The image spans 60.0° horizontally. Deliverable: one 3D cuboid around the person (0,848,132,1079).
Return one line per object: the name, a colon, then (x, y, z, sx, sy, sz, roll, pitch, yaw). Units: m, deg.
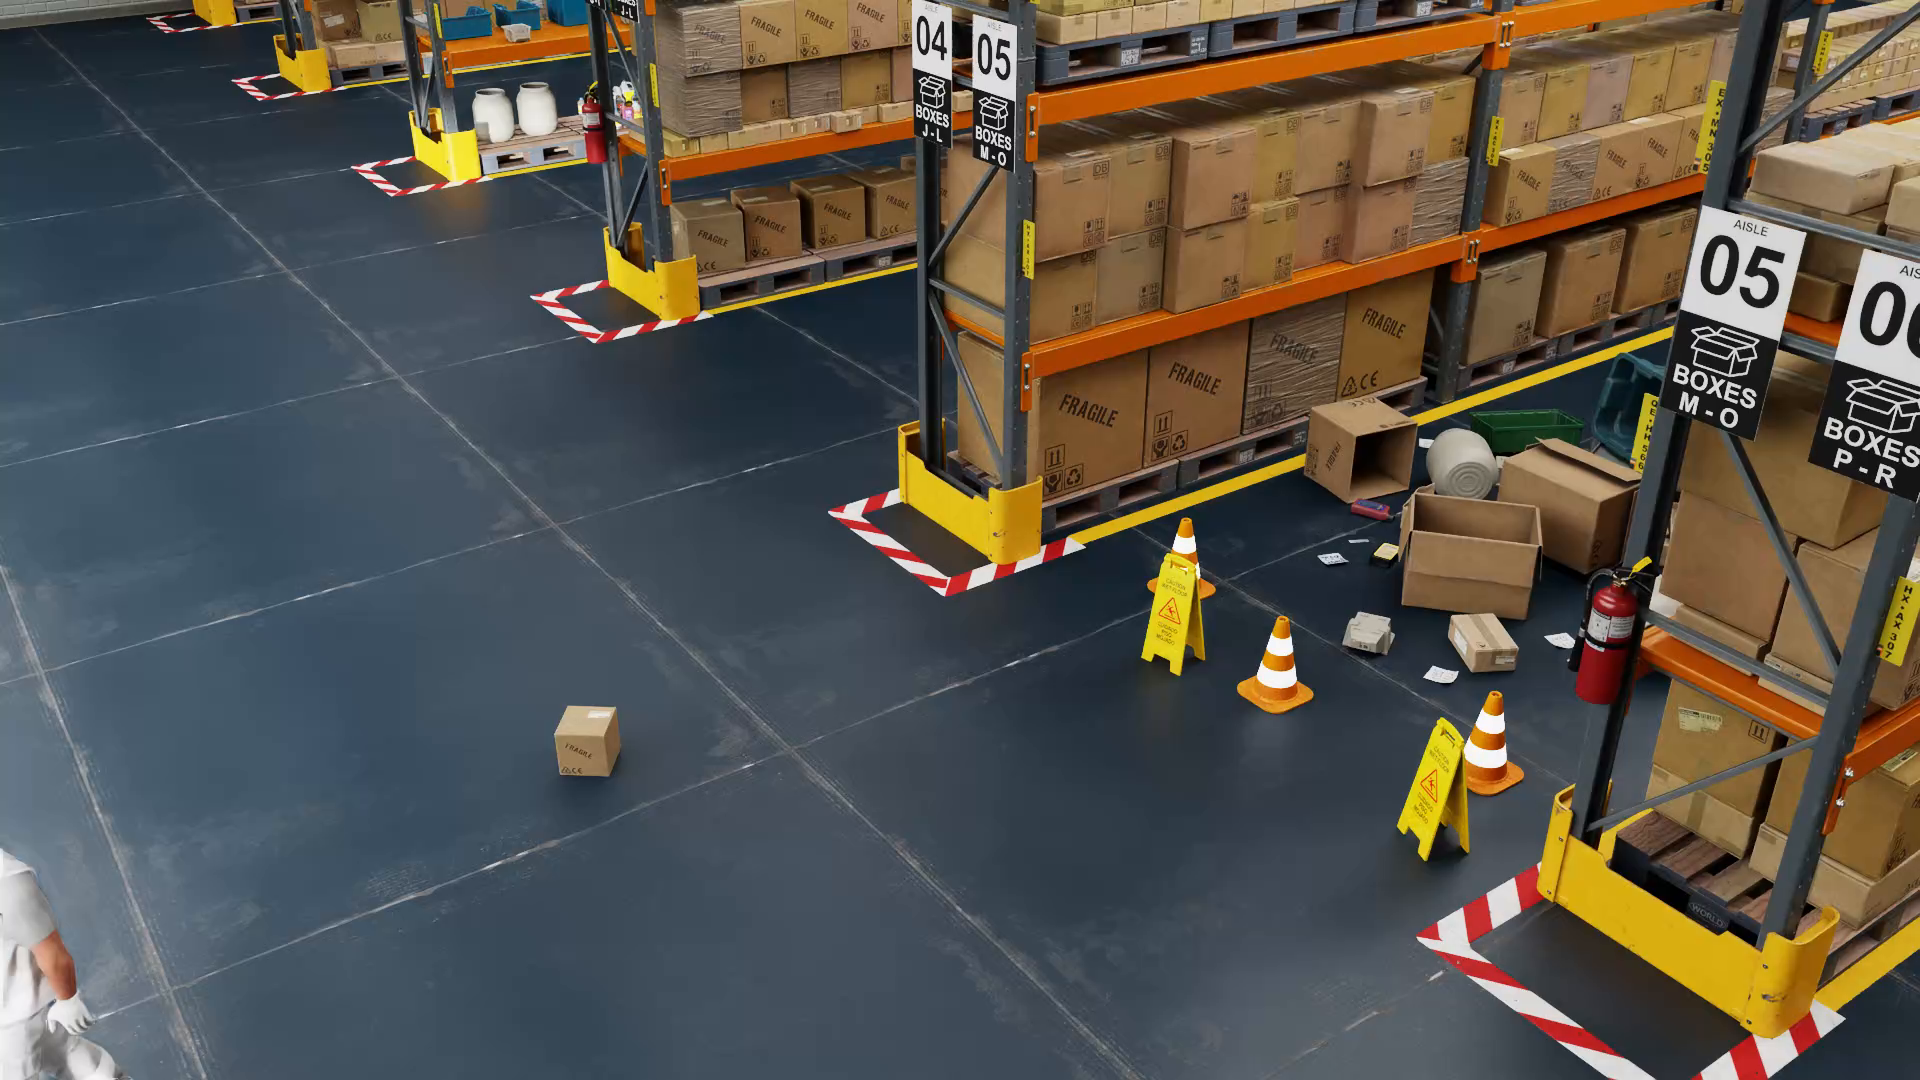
person: (-3.338, 1.596, 5.599, 0.550, 1.758, 0.902, 18, 33, 29)
